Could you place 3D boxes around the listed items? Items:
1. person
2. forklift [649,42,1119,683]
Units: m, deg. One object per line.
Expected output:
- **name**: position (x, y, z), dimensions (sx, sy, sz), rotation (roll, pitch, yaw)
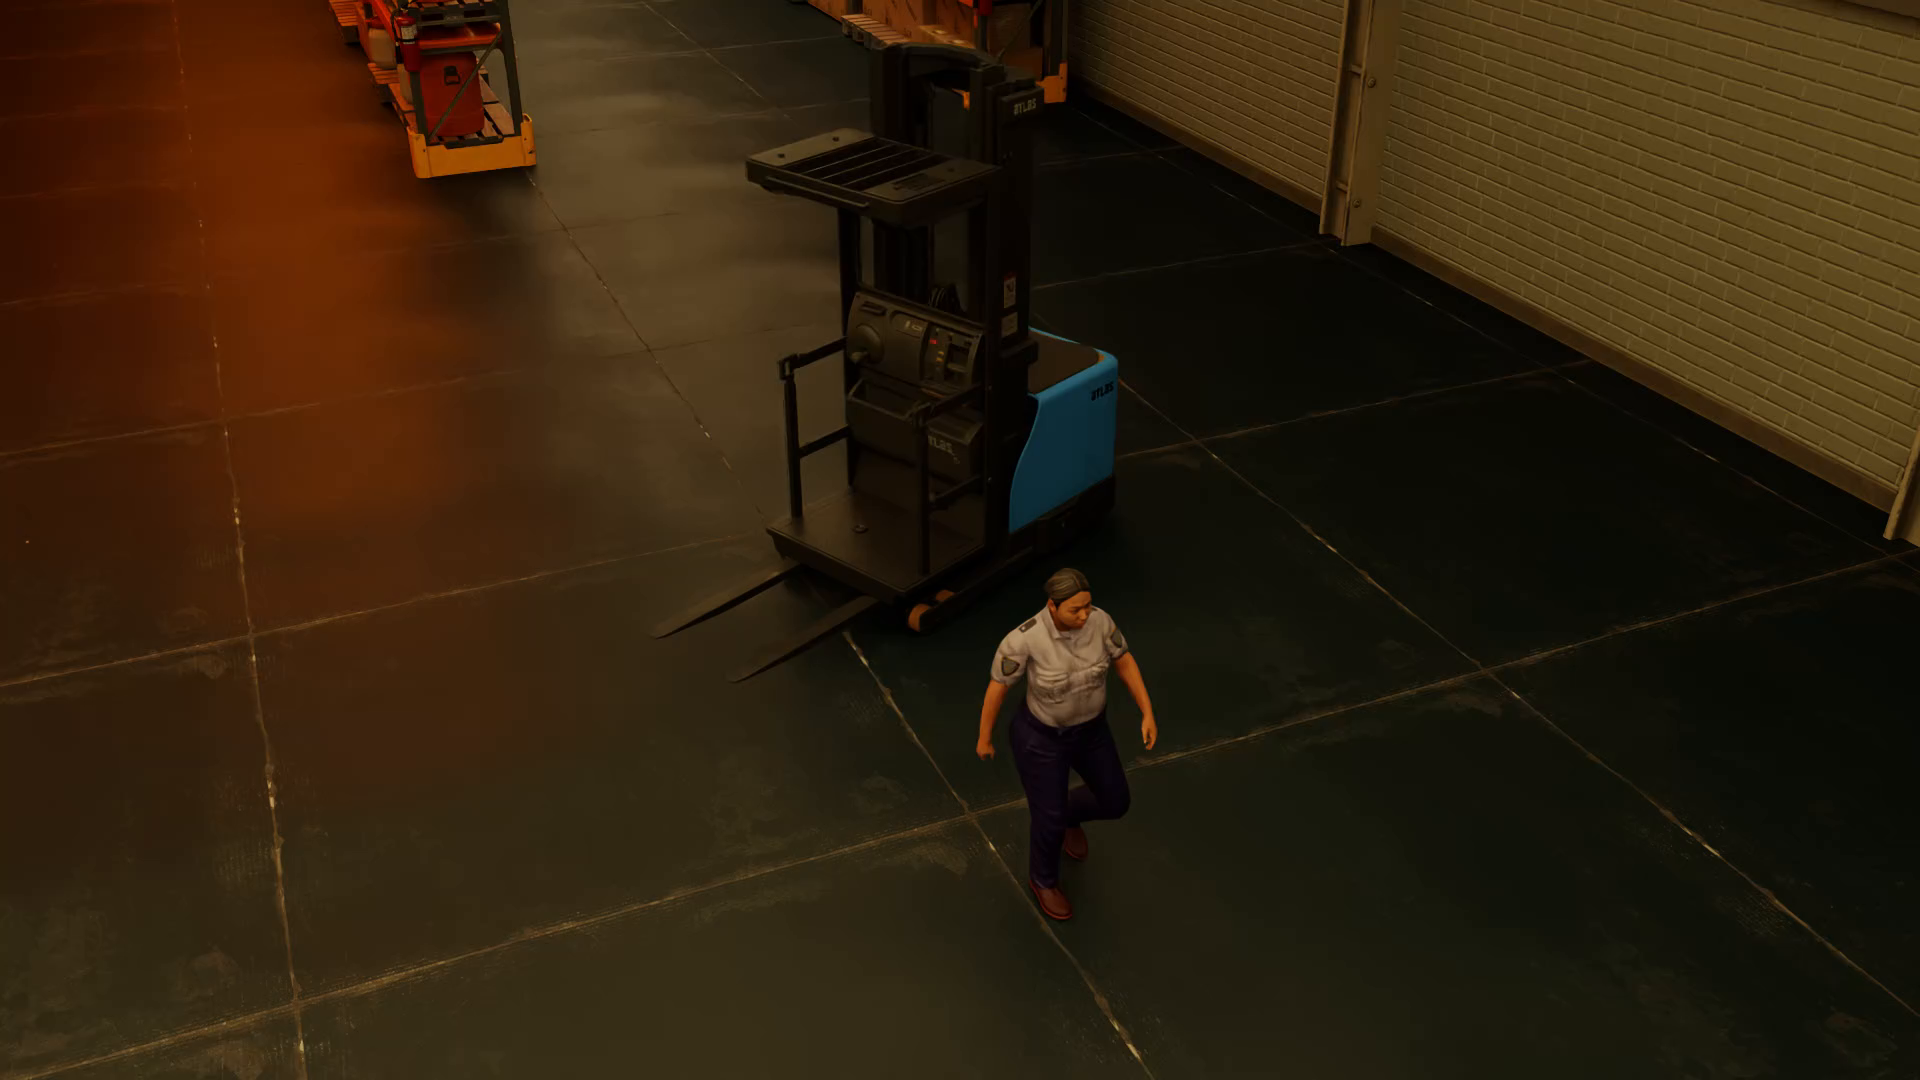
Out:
- **person**: position (0.425, 0.810, 7.021), dimensions (0.689, 1.632, 0.508), rotation (-16, 33, -25)
- **forklift**: position (-0.395, -1.037, 8.933), dimensions (1.130, 2.935, 3.031), rotation (23, 37, 35)
